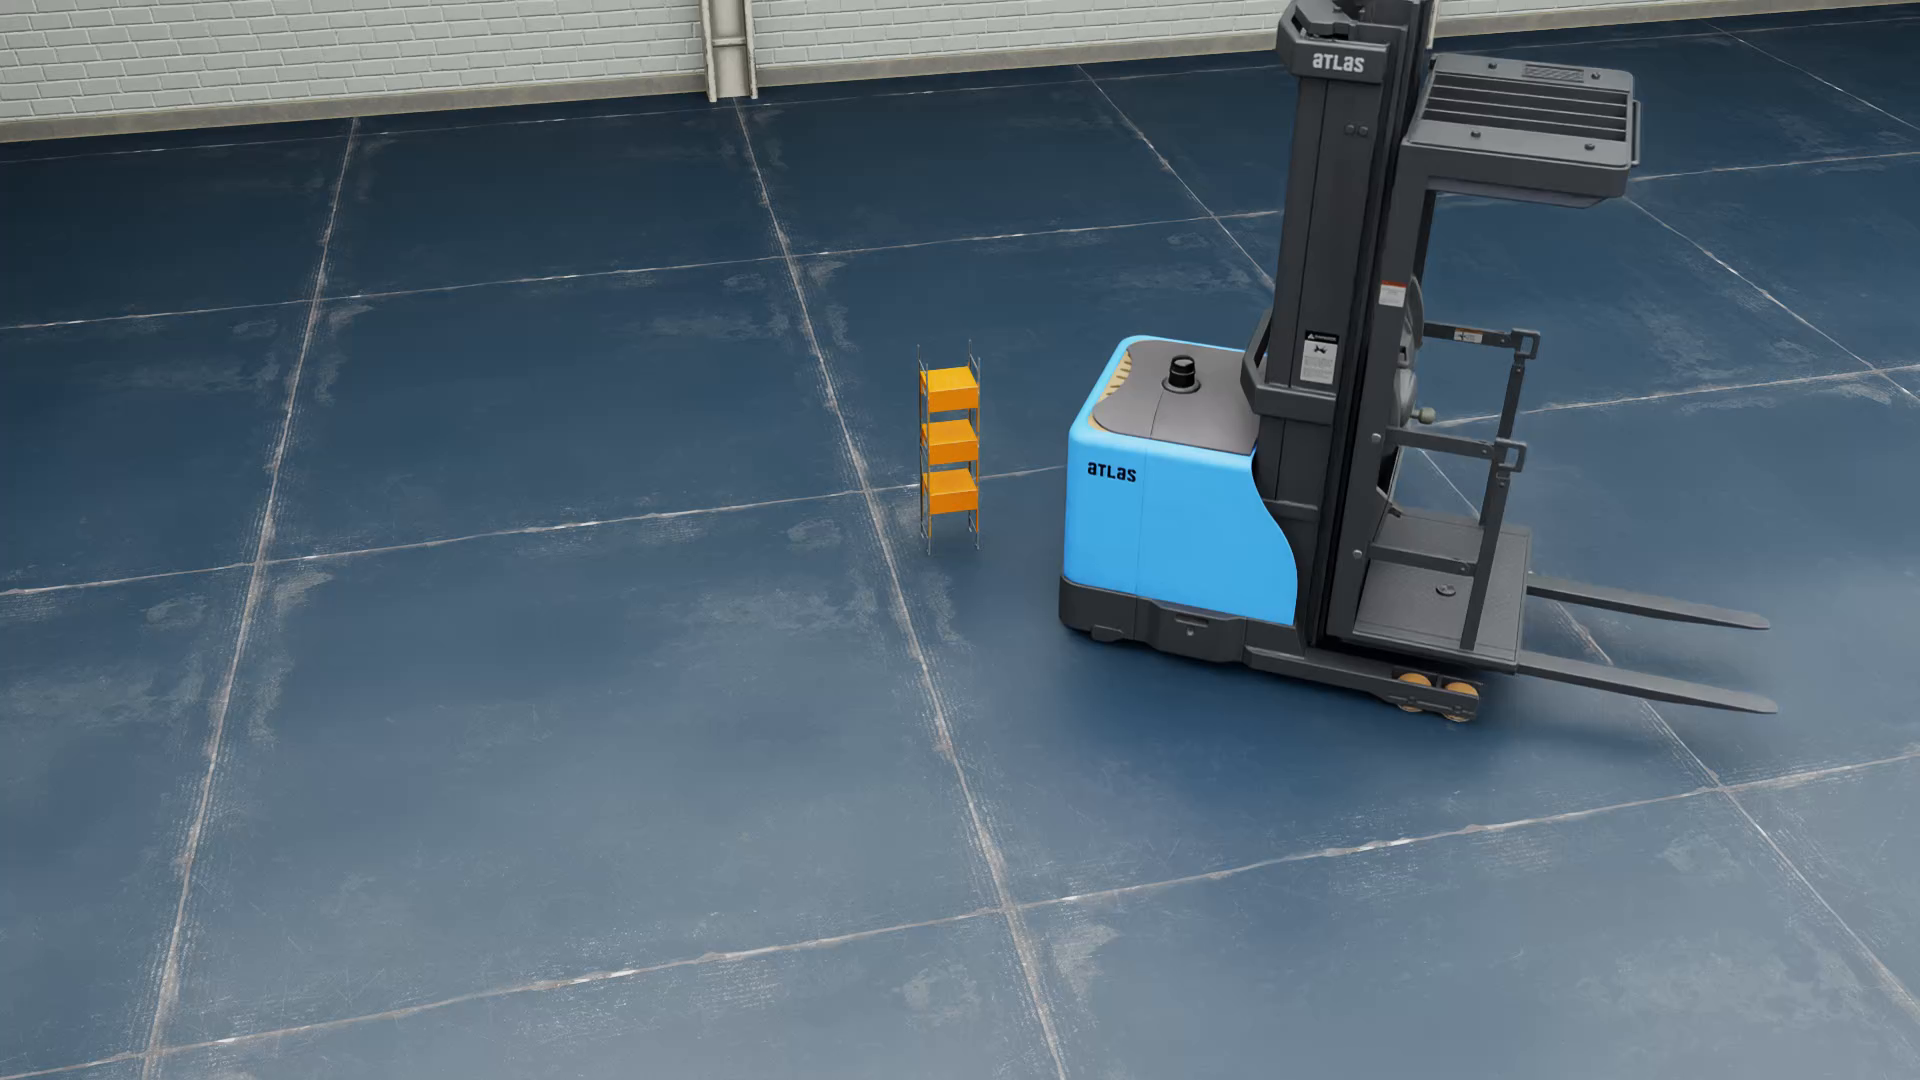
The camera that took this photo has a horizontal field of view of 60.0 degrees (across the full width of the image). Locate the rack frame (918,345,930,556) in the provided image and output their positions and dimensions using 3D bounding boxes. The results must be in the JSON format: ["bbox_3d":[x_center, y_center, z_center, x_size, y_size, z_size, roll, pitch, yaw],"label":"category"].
[{"bbox_3d":[-0.171,-0.414,7.925,0.008,1.050,0.200,-7,35,-11],"label":"rack frame"}]

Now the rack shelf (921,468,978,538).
[{"bbox_3d":[-0.052,-0.190,8.108,0.240,0.259,0.215,-7,35,-11],"label":"rack shelf"}]

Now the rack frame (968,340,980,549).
[{"bbox_3d":[0.067,-0.444,7.970,0.008,1.050,0.200,-7,35,-11],"label":"rack frame"}]

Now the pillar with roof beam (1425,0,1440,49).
[{"bbox_3d":[4.917,-5.821,8.848,0.400,9.000,9.100,-7,35,-11],"label":"pillar with roof beam"}]

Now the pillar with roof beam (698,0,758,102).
[{"bbox_3d":[-0.935,-5.083,7.749,0.400,9.000,9.100,-7,35,-11],"label":"pillar with roof beam"}]

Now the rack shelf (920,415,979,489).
[{"bbox_3d":[-0.052,-0.421,7.954,0.240,0.259,0.215,-7,35,-11],"label":"rack shelf"}]

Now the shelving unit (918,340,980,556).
[{"bbox_3d":[-0.052,-0.429,7.948,0.252,1.050,0.215,-7,35,-11],"label":"shelving unit"}]

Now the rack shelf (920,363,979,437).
[{"bbox_3d":[-0.052,-0.656,7.795,0.240,0.259,0.215,-7,35,-11],"label":"rack shelf"}]

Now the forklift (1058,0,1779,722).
[{"bbox_3d":[2.024,-0.777,6.777,3.031,2.935,1.130,11,35,16],"label":"forklift"}]
